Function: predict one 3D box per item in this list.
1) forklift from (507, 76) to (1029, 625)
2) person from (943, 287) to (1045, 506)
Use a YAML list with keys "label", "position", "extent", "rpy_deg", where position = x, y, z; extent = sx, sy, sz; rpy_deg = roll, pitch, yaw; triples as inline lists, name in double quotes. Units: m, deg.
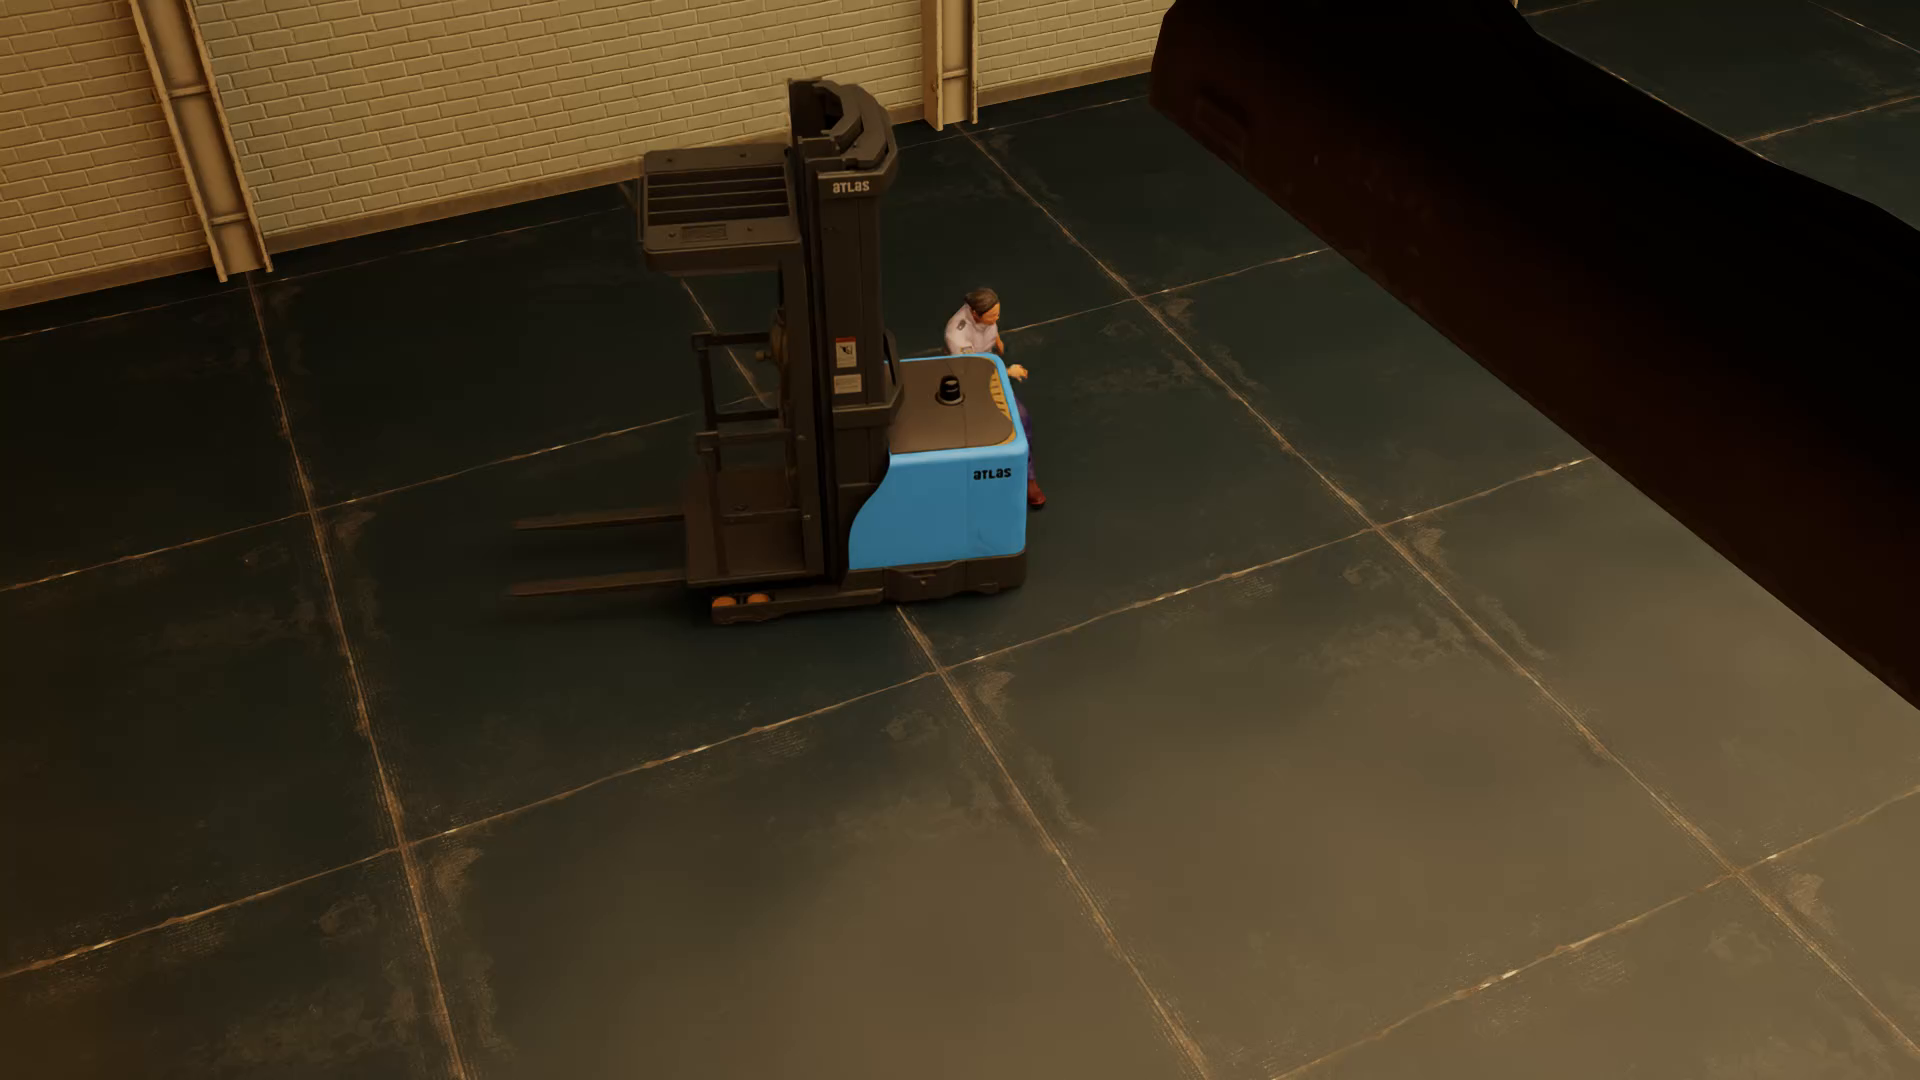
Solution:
- label: "forklift"
  position: [-1.162, -0.994, 9.207]
  extent: [3.031, 2.935, 1.130]
  rpy_deg: [-5, 40, -6]
- label: "person"
  position: [0.259, -0.945, 10.420]
  extent: [0.871, 1.431, 0.858]
  rpy_deg: [25, 46, 27]
